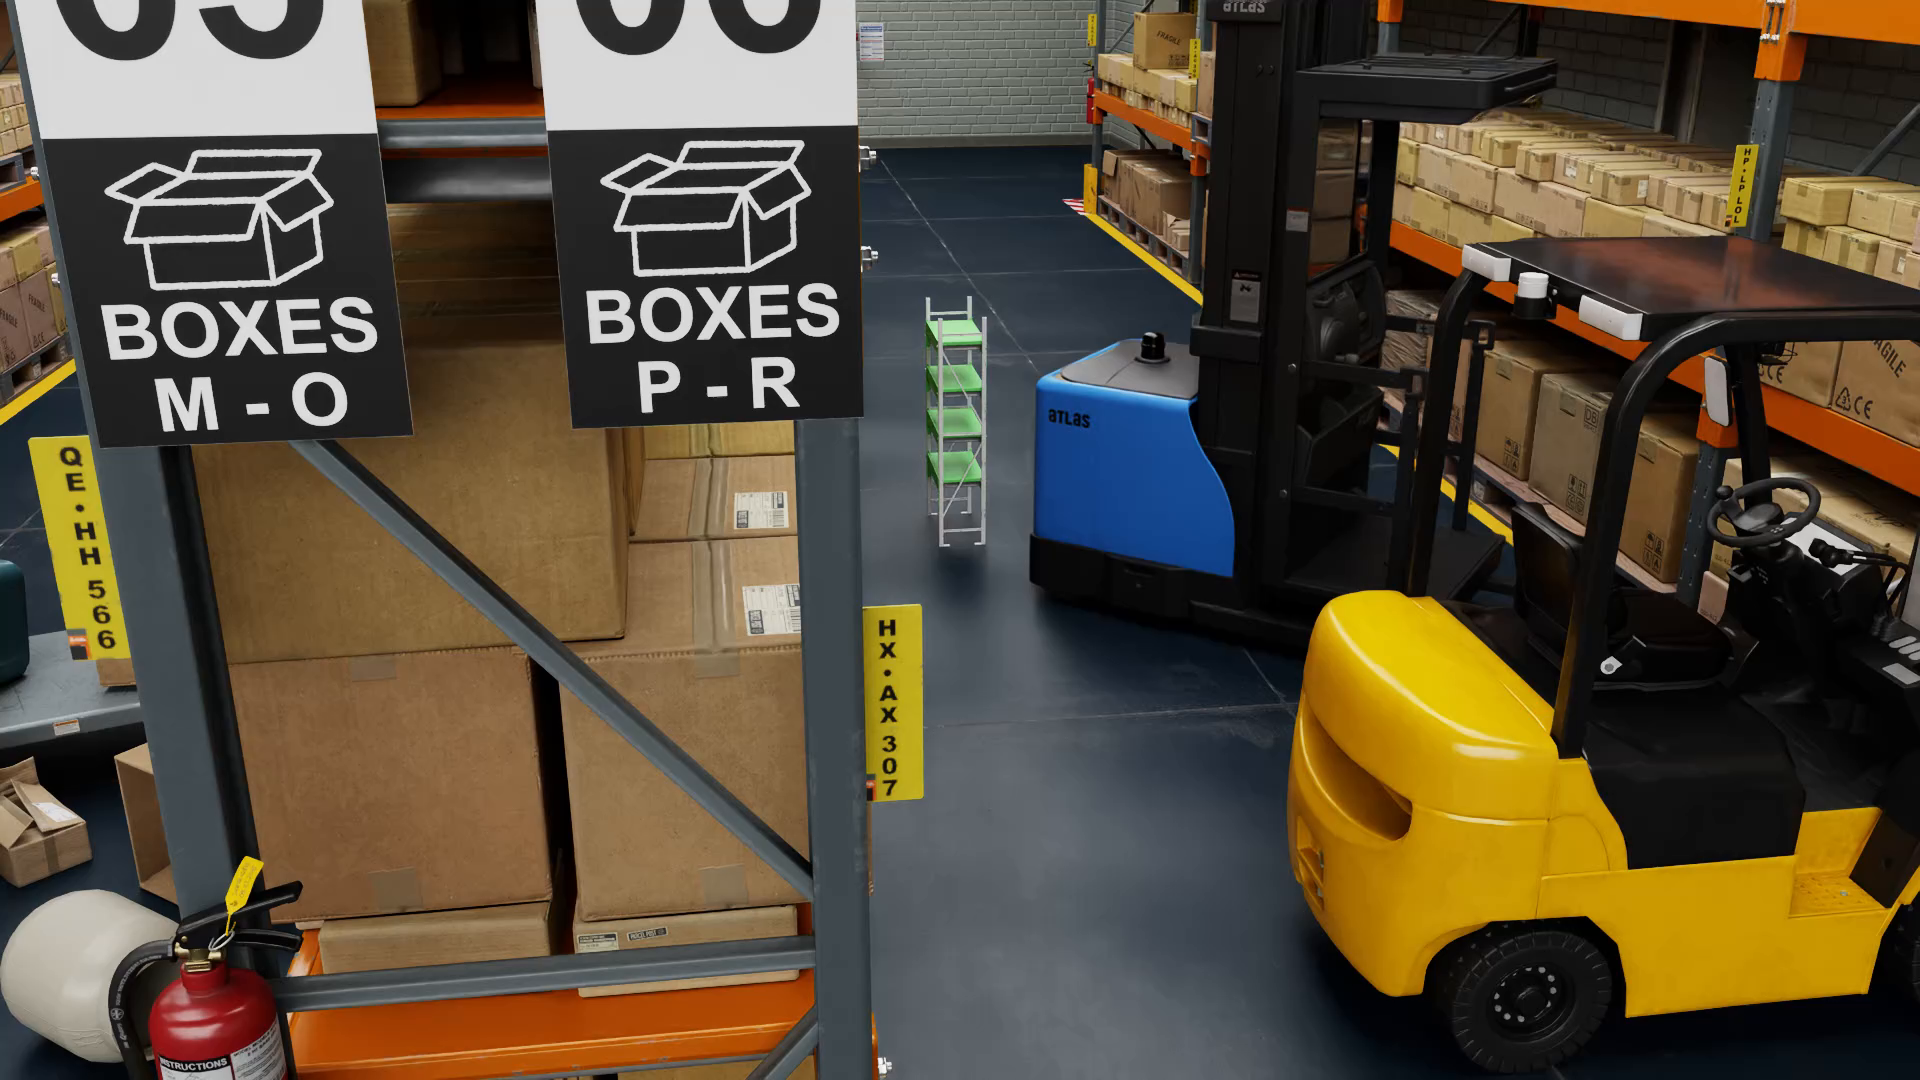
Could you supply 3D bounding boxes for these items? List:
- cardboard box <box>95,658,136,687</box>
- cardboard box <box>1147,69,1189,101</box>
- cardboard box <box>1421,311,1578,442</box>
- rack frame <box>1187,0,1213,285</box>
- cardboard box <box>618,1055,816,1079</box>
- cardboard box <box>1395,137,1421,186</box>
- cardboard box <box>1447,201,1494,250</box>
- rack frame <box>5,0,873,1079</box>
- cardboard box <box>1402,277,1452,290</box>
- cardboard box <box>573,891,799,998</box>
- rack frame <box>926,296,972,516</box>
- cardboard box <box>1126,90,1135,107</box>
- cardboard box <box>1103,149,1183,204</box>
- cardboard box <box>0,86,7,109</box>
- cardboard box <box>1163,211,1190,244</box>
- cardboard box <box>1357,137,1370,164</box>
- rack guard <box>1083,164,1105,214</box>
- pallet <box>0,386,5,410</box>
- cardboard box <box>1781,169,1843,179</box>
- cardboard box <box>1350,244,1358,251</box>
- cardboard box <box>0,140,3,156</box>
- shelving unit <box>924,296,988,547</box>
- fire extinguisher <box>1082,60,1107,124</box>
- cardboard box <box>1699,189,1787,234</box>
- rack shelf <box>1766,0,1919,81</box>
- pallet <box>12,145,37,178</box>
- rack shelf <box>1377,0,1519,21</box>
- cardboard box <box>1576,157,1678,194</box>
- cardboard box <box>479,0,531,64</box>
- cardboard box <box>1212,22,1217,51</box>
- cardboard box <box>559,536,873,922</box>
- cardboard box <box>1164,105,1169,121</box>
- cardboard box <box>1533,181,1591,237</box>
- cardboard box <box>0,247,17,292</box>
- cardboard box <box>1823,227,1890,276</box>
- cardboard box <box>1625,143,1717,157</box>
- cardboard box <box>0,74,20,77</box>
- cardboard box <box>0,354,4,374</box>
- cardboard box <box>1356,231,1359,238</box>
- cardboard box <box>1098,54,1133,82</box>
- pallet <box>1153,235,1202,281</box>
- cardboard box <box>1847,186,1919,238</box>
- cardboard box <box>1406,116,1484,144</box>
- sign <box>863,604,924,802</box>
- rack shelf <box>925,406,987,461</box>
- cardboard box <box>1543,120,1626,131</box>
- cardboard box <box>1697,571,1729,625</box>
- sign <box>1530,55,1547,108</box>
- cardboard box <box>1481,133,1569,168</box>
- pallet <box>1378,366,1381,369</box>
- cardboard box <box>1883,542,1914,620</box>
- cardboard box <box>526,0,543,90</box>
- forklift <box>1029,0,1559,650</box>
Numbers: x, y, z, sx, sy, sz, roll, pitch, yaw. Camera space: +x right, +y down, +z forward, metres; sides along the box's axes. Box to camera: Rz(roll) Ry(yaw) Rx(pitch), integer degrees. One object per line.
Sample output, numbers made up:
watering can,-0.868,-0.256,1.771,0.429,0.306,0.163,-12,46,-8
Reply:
cardboard box,-2.977,0.215,6.343,0.500,0.500,0.500,-3,21,-8
cardboard box,2.078,-4.302,15.736,0.500,0.250,0.500,-3,21,-8
cardboard box,3.293,-0.980,9.846,0.875,0.625,0.625,-2,21,-6
rack frame,2.538,-3.723,14.397,1.000,3.000,0.127,-3,21,-8
cardboard box,-0.490,1.122,3.682,0.500,0.500,0.500,-4,21,-10
cardboard box,2.912,-2.335,10.180,0.500,0.250,0.500,-3,21,-8
cardboard box,3.086,-1.749,9.327,0.500,0.250,0.500,-4,21,-10
rack frame,-0.640,0.683,2.599,0.949,2.616,0.053,-3,21,-8
cardboard box,3.331,-1.524,11.481,0.500,0.500,0.500,-2,21,-6
cardboard box,-0.487,0.673,2.986,0.380,0.149,0.250,-3,21,-8
rack frame,-0.059,-0.704,8.886,0.240,1.200,0.015,-3,21,-8
cardboard box,1.874,-4.414,16.606,0.380,0.149,0.250,-4,21,-9
cardboard box,1.956,-3.918,17.888,0.797,0.503,0.637,-4,21,-10
cardboard box,-6.861,-3.056,11.521,0.380,0.149,0.250,-4,21,-10
cardboard box,2.116,-2.940,15.609,0.396,0.266,0.258,-2,21,-6
cardboard box,2.640,-2.625,11.216,0.380,0.149,0.250,-3,21,-7
rack guard,1.973,-3.910,18.472,1.175,0.500,0.348,-3,21,-8
pallet,-6.791,-0.766,10.465,1.003,0.211,1.213,-3,21,-8
cardboard box,3.831,-1.618,7.692,0.380,0.149,0.250,-3,21,-8
cardboard box,2.729,-2.012,11.862,0.380,0.149,0.250,-4,21,-10
cardboard box,-6.813,-2.687,11.383,0.380,0.149,0.250,-2,21,-5
shelving unit,-0.024,-0.619,8.660,0.258,1.200,0.503,-3,21,-8
fire extinguisher,1.483,-4.924,18.257,0.296,0.674,0.183,-3,21,-8
cardboard box,3.422,-1.411,7.136,0.380,0.149,0.250,-2,21,-6
rack shelf,3.980,-1.329,4.728,1.077,0.370,4.000,-3,21,-8
pallet,-7.291,-2.825,12.266,1.003,0.211,1.213,-3,21,-8
rack shelf,2.827,-4.099,12.144,1.077,0.370,4.000,-3,21,-8
cardboard box,3.239,-1.765,8.084,0.380,0.149,0.250,-3,21,-9
cardboard box,-1.015,-0.983,3.132,0.380,0.149,0.250,-3,21,-7
cardboard box,2.587,-4.672,15.656,0.500,0.500,0.500,-3,21,-9
cardboard box,-0.437,0.319,3.006,0.500,0.500,0.500,-3,21,-9
cardboard box,2.111,-3.973,15.425,0.380,0.149,0.250,-2,21,-6
cardboard box,3.218,-1.629,8.291,0.500,0.250,0.500,-3,21,-7
cardboard box,-6.672,-1.777,11.088,0.500,0.250,0.500,-3,21,-7
cardboard box,3.516,-1.090,6.279,0.380,0.149,0.250,-2,21,-6
cardboard box,3.679,-1.966,8.624,0.380,0.149,0.250,-3,21,-7
cardboard box,-7.006,-3.415,12.481,0.380,0.149,0.250,-2,21,-5
cardboard box,-6.606,-1.259,10.772,0.500,0.500,0.500,-3,21,-7
cardboard box,3.188,-2.226,12.434,0.380,0.149,0.250,-3,21,-9
cardboard box,1.760,-5.006,17.622,0.500,0.250,0.500,-3,21,-7
pallet,2.440,-2.654,15.521,1.003,0.211,1.213,-3,21,-8
cardboard box,3.588,-1.233,6.234,0.380,0.149,0.250,-3,21,-7
cardboard box,2.909,-2.471,9.975,0.380,0.149,0.250,-2,21,-7
sign,-0.106,0.251,2.521,0.100,0.325,0.005,-3,21,-8
rack shelf,-0.024,-0.560,8.682,0.258,0.148,0.480,-3,21,-8
cardboard box,3.592,-2.327,9.589,0.380,0.149,0.250,-3,21,-9
cardboard box,3.434,0.323,6.895,0.500,0.250,0.500,-3,21,-7
sign,3.664,-2.909,10.564,0.100,0.325,0.005,-3,21,-8
cardboard box,3.066,-2.117,9.027,0.380,0.149,0.250,-2,21,-7
pallet,3.045,-1.292,11.874,1.003,0.211,1.213,-3,21,-8
cardboard box,3.598,0.203,5.787,0.500,0.250,0.500,-2,21,-6
cardboard box,-0.496,-0.822,2.701,0.380,0.149,0.250,-4,21,-9
forklift,1.860,-0.984,7.162,3.031,2.935,1.130,12,24,29
